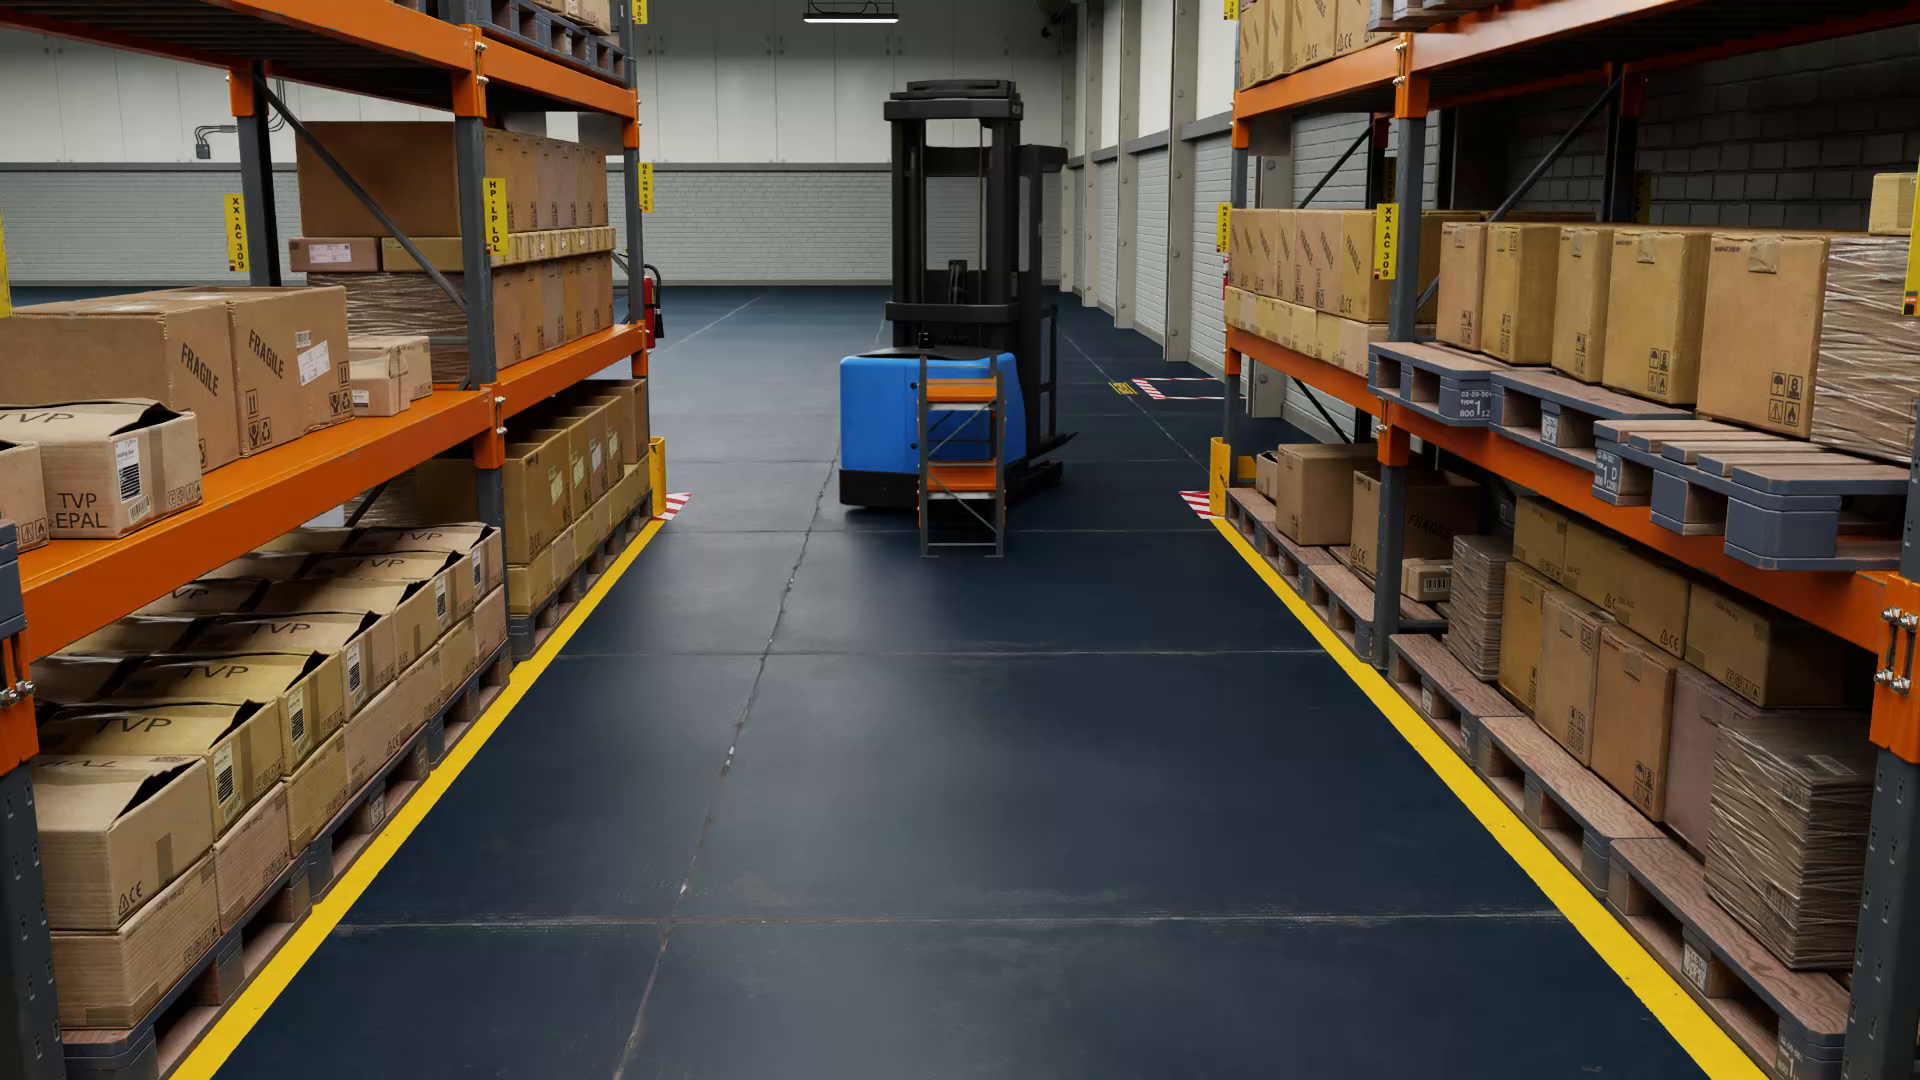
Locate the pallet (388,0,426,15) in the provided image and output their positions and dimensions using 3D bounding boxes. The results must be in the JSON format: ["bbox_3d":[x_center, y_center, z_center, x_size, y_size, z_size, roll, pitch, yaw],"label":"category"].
[{"bbox_3d":[-2.516,-2.062,6.113,0.805,0.209,1.217,-1,11,-3],"label":"pallet"}]

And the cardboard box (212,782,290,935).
[{"bbox_3d":[-2.193,0.871,4.580,0.500,0.250,0.500,-1,11,-3],"label":"cardboard box"}]

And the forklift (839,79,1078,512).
[{"bbox_3d":[0.148,-1.861,12.362,1.130,2.935,3.031,4,12,20],"label":"forklift"}]

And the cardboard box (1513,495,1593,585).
[{"bbox_3d":[2.450,-0.006,6.338,0.500,0.250,0.500,0,11,-2],"label":"cardboard box"}]

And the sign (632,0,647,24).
[{"bbox_3d":[-2.087,-3.520,10.795,0.100,0.325,0.005,0,11,-1],"label":"sign"}]

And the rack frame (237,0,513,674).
[{"bbox_3d":[-2.547,-0.861,7.256,1.000,3.000,0.127,0,11,-1],"label":"rack frame"}]

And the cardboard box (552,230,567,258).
[{"bbox_3d":[-2.397,-1.639,9.211,0.380,0.149,0.250,0,11,-2],"label":"cardboard box"}]

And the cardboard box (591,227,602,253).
[{"bbox_3d":[-2.419,-1.845,10.224,0.380,0.149,0.250,0,11,-2],"label":"cardboard box"}]

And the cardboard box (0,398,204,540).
[{"bbox_3d":[-2.289,-0.200,4.226,0.500,0.311,0.500,0,11,-2],"label":"cardboard box"}]

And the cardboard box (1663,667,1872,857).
[{"bbox_3d":[2.527,0.677,4.857,0.700,0.500,0.500,0,11,-1],"label":"cardboard box"}]

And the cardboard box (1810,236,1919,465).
[{"bbox_3d":[2.468,-0.444,3.848,0.700,0.500,0.500,-2,12,-8],"label":"cardboard box"}]

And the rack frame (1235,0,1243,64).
[{"bbox_3d":[2.323,-4.617,10.683,1.000,3.000,0.127,0,11,-1],"label":"rack frame"}]

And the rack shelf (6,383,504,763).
[{"bbox_3d":[-2.506,-0.110,5.368,1.077,0.370,4.000,0,11,-1],"label":"rack shelf"}]

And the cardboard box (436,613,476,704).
[{"bbox_3d":[-2.240,0.463,6.592,0.500,0.250,0.500,0,11,-2],"label":"cardboard box"}]

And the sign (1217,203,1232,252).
[{"bbox_3d":[1.780,-2.099,11.182,0.100,0.325,0.005,0,11,-1],"label":"sign"}]

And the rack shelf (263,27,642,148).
[{"bbox_3d":[-2.588,-2.376,8.989,1.077,0.370,4.000,0,11,-1],"label":"rack shelf"}]

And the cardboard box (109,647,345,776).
[{"bbox_3d":[-2.209,0.490,5.046,0.500,0.311,0.500,-1,11,-3],"label":"cardboard box"}]

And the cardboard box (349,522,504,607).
[{"bbox_3d":[-2.252,0.086,7.041,0.500,0.311,0.500,0,11,-1],"label":"cardboard box"}]

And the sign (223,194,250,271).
[{"bbox_3d":[-3.102,-1.321,7.150,0.100,0.325,0.005,0,11,-1],"label":"sign"}]

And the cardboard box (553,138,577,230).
[{"bbox_3d":[-2.604,-2.032,9.518,0.700,0.500,0.500,0,11,-1],"label":"cardboard box"}]

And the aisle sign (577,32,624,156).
[{"bbox_3d":[-2.337,-2.944,10.988,0.394,0.787,0.004,0,11,-1],"label":"aisle sign"}]

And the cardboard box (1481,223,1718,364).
[{"bbox_3d":[2.386,-0.934,6.260,0.700,0.500,0.500,1,12,5],"label":"cardboard box"}]

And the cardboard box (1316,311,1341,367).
[{"bbox_3d":[2.091,-1.010,8.320,0.500,0.250,0.500,0,11,-1],"label":"cardboard box"}]

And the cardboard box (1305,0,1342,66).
[{"bbox_3d":[2.101,-2.720,8.578,0.500,0.500,0.500,-1,11,-3],"label":"cardboard box"}]

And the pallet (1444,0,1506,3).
[{"bbox_3d":[2.336,-1.930,5.458,1.213,0.211,1.003,0,11,-1],"label":"pallet"}]

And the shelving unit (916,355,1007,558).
[{"bbox_3d":[0.000,-0.550,10.441,0.538,1.125,1.048,0,11,-1],"label":"shelving unit"}]

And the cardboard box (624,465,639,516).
[{"bbox_3d":[-2.301,-0.309,10.398,0.500,0.250,0.500,0,11,-1],"label":"cardboard box"}]

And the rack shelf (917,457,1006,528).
[{"bbox_3d":[0.000,-0.310,10.489,0.538,0.278,1.000,0,11,-1],"label":"rack shelf"}]

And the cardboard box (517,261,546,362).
[{"bbox_3d":[-2.586,-1.202,8.689,0.700,0.500,0.500,0,11,0],"label":"cardboard box"}]

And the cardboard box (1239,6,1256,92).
[{"bbox_3d":[2.080,-3.138,10.637,0.500,0.500,0.500,0,11,0],"label":"cardboard box"}]

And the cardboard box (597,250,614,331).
[{"bbox_3d":[-2.633,-1.612,10.708,0.700,0.500,0.500,0,11,-1],"label":"cardboard box"}]

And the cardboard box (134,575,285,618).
[{"bbox_3d":[-2.771,0.292,6.025,0.500,0.311,0.500,-1,11,-3],"label":"cardboard box"}]

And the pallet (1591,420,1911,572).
[{"bbox_3d":[2.367,-0.134,4.156,1.213,0.211,1.003,0,11,-1],"label":"pallet"}]

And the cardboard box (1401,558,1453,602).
[{"bbox_3d":[2.364,0.185,8.122,0.380,0.166,0.250,-2,12,-9],"label":"cardboard box"}]

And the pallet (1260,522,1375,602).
[{"bbox_3d":[2.328,0.109,9.493,1.003,0.211,1.213,0,11,-1],"label":"pallet"}]

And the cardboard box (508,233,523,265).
[{"bbox_3d":[-2.378,-1.435,8.205,0.380,0.149,0.250,0,11,-2],"label":"cardboard box"}]

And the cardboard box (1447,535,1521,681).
[{"bbox_3d":[2.437,0.274,6.844,0.700,0.500,0.500,0,11,1],"label":"cardboard box"}]

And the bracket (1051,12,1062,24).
[{"bbox_3d":[2.236,-12.125,38.638,0.235,0.232,0.430,0,11,-1],"label":"bracket"}]

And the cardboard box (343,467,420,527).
[{"bbox_3d":[-2.774,-0.277,8.354,0.500,0.500,0.500,0,11,-1],"label":"cardboard box"}]

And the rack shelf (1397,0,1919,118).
[{"bbox_3d":[2.447,-1.602,5.174,1.077,0.370,4.000,0,11,-1],"label":"rack shelf"}]

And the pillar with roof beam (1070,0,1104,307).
[{"bbox_3d":[-1.598,-9.234,33.443,9.100,9.000,0.548,0,11,-1],"label":"pillar with roof beam"}]

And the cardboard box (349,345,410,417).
[{"bbox_3d":[-2.345,-0.621,6.412,0.396,0.266,0.258,-1,11,-3],"label":"cardboard box"}]

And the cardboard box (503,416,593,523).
[{"bbox_3d":[-2.264,-0.379,8.854,0.500,0.500,0.500,0,11,-1],"label":"cardboard box"}]

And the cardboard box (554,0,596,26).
[{"bbox_3d":[-2.331,-3.018,9.163,0.500,0.311,0.500,1,12,6],"label":"cardboard box"}]

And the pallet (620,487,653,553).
[{"bbox_3d":[-2.572,-0.137,10.704,1.003,0.211,1.213,0,11,-1],"label":"pallet"}]

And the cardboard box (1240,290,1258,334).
[{"bbox_3d":[2.041,-1.412,10.300,0.500,0.250,0.500,-1,11,-3],"label":"cardboard box"}]

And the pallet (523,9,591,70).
[{"bbox_3d":[-2.613,-2.699,8.995,1.003,0.211,1.213,0,11,-1],"label":"pallet"}]

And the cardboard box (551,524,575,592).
[{"bbox_3d":[-2.259,0.088,8.439,0.500,0.250,0.500,0,11,-1],"label":"cardboard box"}]

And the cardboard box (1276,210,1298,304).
[{"bbox_3d":[2.059,-1.581,9.248,0.500,0.500,0.500,0,11,1],"label":"cardboard box"}]

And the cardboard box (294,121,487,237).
[{"bbox_3d":[-2.563,-1.633,7.552,0.700,0.500,0.500,0,11,-1],"label":"cardboard box"}]

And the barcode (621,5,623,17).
[{"bbox_3d":[-2.141,-3.352,10.534,0.001,0.075,0.075,0,11,-1],"label":"barcode"}]
